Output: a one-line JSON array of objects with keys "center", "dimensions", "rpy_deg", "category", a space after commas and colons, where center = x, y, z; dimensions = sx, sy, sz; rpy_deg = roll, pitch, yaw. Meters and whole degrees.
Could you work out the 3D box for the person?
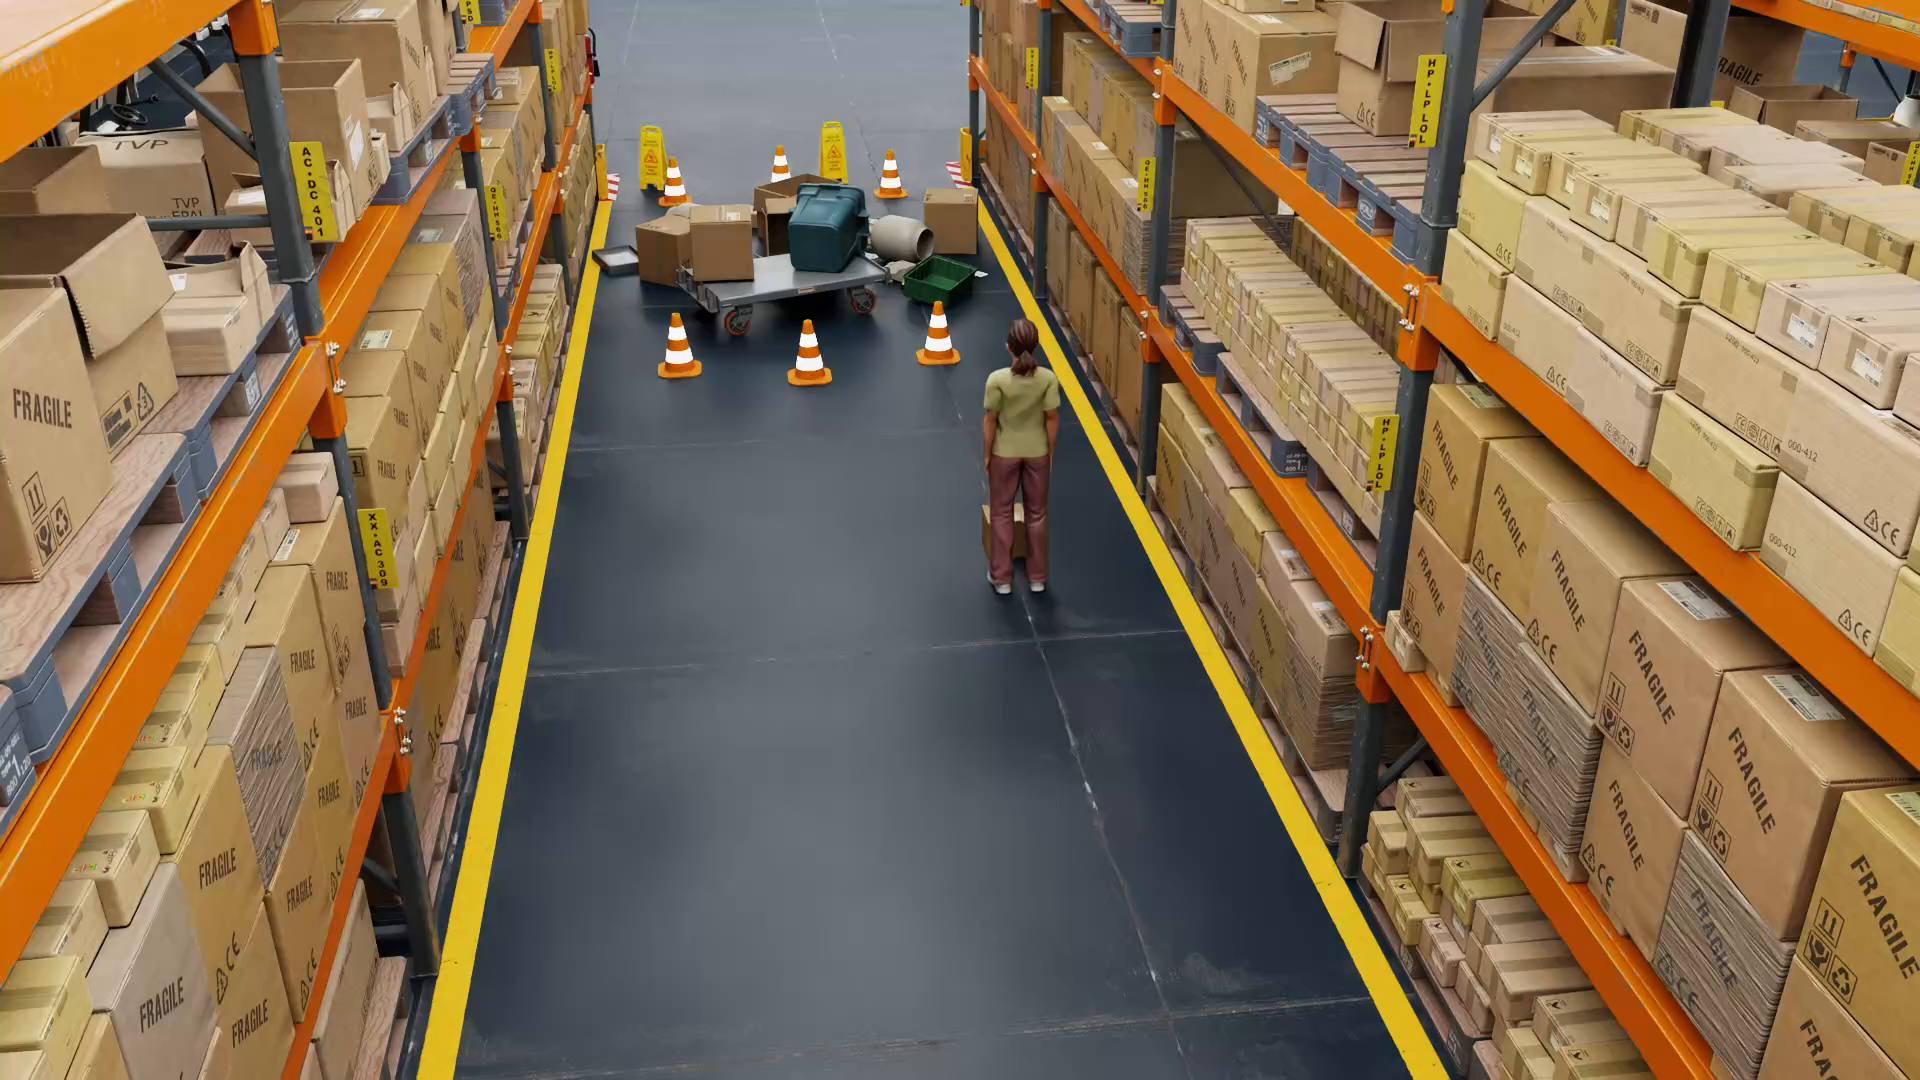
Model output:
[{"center": [0.343, -0.474, 9.533], "dimensions": [0.441, 1.677, 0.383], "rpy_deg": [-3, 27, -6], "category": "person"}]
